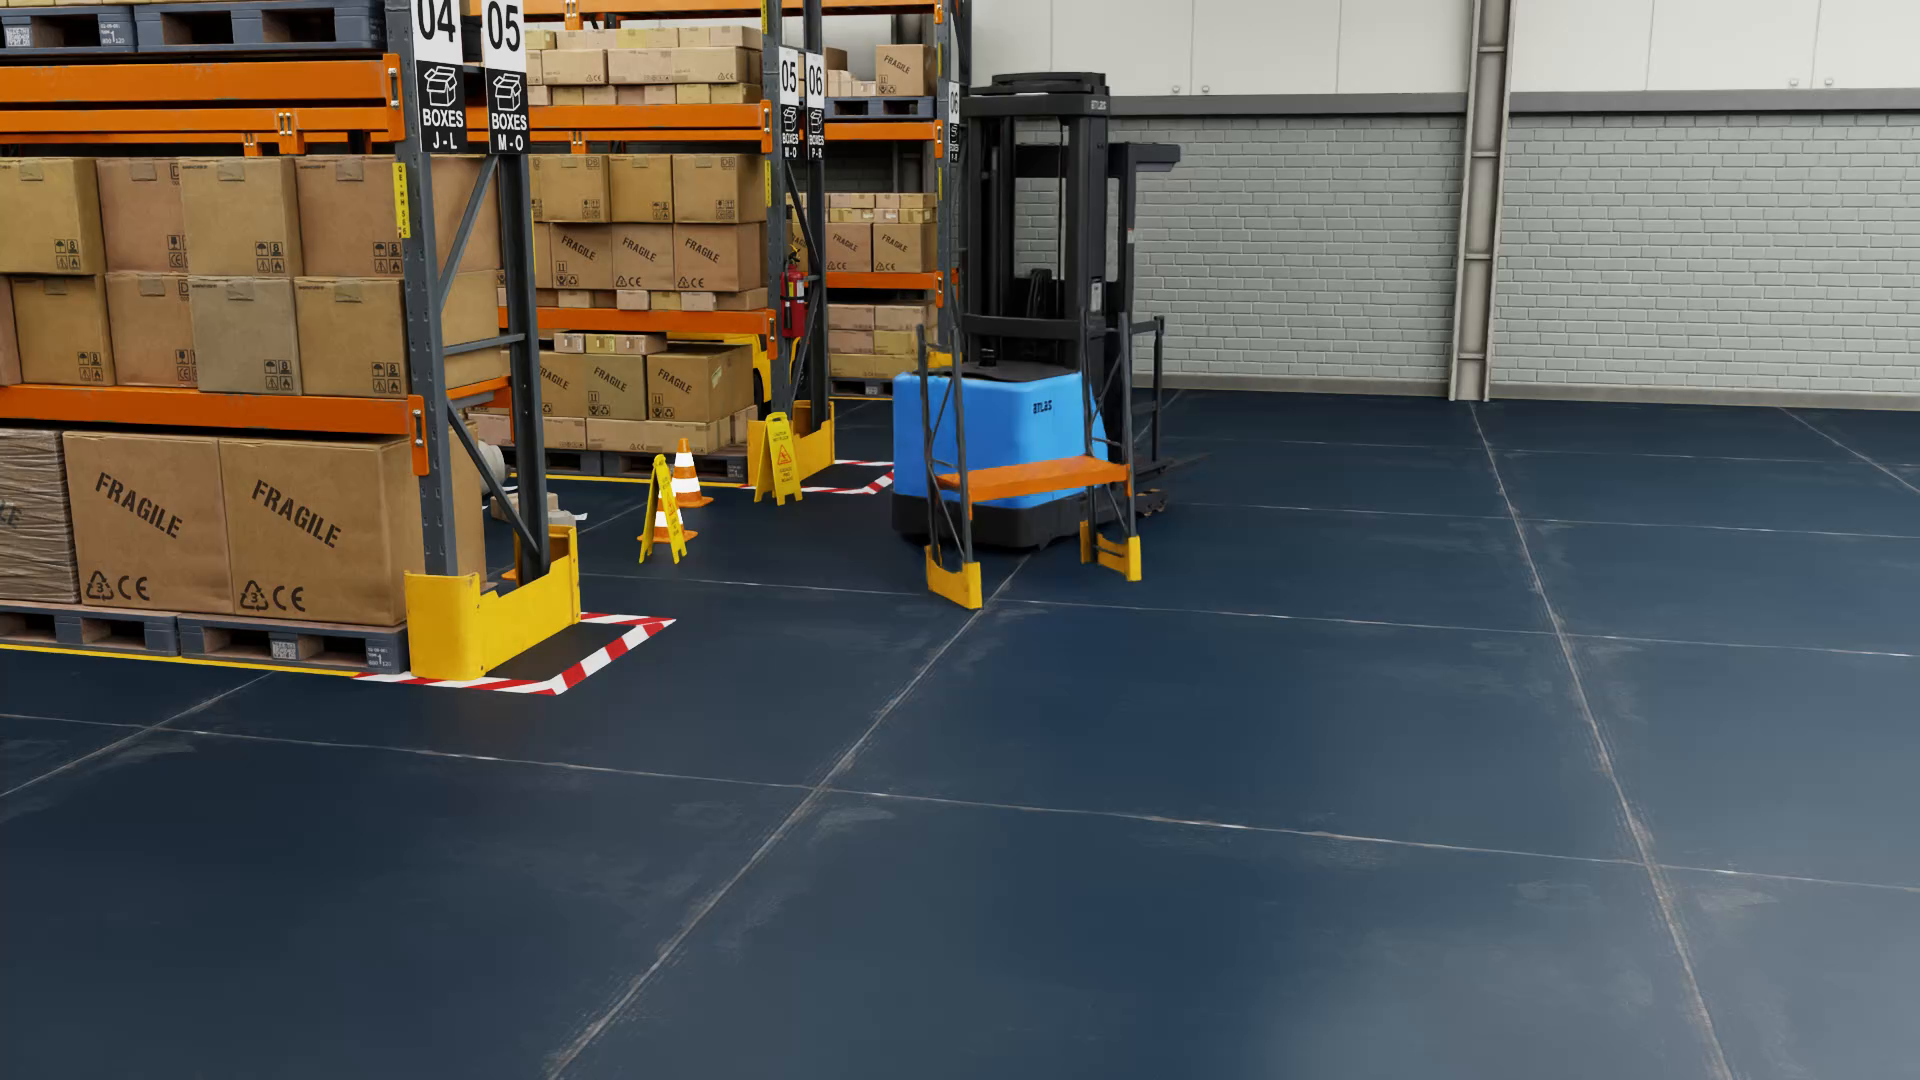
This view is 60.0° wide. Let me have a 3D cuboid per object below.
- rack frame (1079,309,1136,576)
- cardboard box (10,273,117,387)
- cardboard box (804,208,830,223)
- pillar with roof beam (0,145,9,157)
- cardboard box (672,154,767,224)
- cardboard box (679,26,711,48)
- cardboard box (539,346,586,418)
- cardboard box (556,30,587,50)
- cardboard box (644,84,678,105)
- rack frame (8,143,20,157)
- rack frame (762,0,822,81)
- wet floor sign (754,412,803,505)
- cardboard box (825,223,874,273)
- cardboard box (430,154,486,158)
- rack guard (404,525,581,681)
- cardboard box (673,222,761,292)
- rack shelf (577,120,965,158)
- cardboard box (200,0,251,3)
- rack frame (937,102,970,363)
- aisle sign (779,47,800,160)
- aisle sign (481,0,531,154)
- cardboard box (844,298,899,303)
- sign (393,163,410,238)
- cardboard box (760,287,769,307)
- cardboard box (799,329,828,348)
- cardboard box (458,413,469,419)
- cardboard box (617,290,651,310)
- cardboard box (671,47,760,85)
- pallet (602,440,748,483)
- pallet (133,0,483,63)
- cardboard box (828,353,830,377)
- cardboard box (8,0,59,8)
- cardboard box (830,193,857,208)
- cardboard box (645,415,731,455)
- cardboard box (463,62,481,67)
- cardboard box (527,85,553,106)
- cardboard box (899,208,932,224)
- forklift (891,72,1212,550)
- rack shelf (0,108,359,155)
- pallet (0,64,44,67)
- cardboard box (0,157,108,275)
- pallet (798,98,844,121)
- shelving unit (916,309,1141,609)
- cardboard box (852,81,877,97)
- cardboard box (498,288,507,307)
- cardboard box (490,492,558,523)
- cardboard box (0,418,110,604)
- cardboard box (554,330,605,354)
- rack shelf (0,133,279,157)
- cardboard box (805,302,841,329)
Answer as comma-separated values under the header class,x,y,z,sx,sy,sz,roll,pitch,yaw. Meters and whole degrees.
class,x,y,z,sx,sy,sz,roll,pitch,yaw
rack frame,0.843,-0.555,9.480,0.032,1.500,0.500,-9,13,-23
cardboard box,-4.275,-1.116,8.493,0.500,0.550,0.875,3,13,14
cardboard box,-1.458,-3.402,17.415,0.250,0.149,0.380,3,13,12
pillar with roof beam,-13.195,-5.897,16.538,0.400,9.000,9.100,3,13,14
cardboard box,-1.787,-2.644,12.500,0.500,0.500,0.700,3,13,12
cardboard box,-1.879,-3.689,12.250,0.250,0.149,0.380,3,13,15
cardboard box,-3.075,-1.251,13.093,0.500,0.500,0.500,3,13,12
cardboard box,-2.849,-3.756,12.551,0.250,0.149,0.380,3,13,12
cardboard box,-2.151,-3.310,12.381,0.250,0.149,0.380,3,13,15
rack frame,-11.704,-3.648,20.251,0.127,3.000,1.000,3,13,14
rack frame,-1.239,-4.910,12.089,0.127,3.000,1.000,3,13,14
wet floor sign,-1.311,-0.597,11.935,0.232,0.644,0.267,8,15,33
cardboard box,-1.095,-3.073,17.429,0.500,0.500,0.500,3,13,15
cardboard box,-3.775,-2.740,12.931,0.500,0.500,0.700,3,13,12
rack guard,-2.303,0.287,8.288,0.348,0.500,1.175,3,13,14
cardboard box,-1.832,-2.145,12.561,0.500,0.500,0.500,3,13,13
rack shelf,-1.995,-4.242,17.665,4.000,0.370,1.077,3,13,14
cardboard box,-3.224,-2.503,7.545,0.250,0.149,0.380,3,13,14
rack frame,-0.053,-3.025,17.444,0.127,3.000,1.000,3,13,14
aisle sign,-1.248,-3.186,12.167,0.004,0.787,0.394,3,13,14
aisle sign,-2.186,-2.264,8.009,0.004,0.787,0.394,3,13,14
cardboard box,-0.960,-2.466,17.993,0.500,0.250,0.500,3,13,14
sign,-2.470,-1.503,7.361,0.005,0.325,0.100,3,13,14
cardboard box,-1.519,-1.920,13.041,0.250,0.149,0.380,3,13,14
cardboard box,-1.591,-2.142,17.688,0.500,0.250,0.500,3,13,12
cardboard box,-4.093,-0.939,13.418,0.500,0.250,0.500,4,13,17
cardboard box,-2.427,-1.848,12.716,0.250,0.149,0.380,3,13,15
cardboard box,-1.800,-3.488,12.262,0.500,0.250,0.500,3,13,13
pallet,-2.093,-0.673,13.282,1.213,0.211,1.003,3,13,14
pallet,-3.049,-2.392,7.871,1.213,0.211,1.003,3,13,14
cardboard box,-1.549,-1.901,17.758,0.500,0.250,0.500,3,13,14
cardboard box,-4.211,-2.556,7.783,0.250,0.149,0.380,3,13,14
cardboard box,-1.183,-3.553,17.407,0.250,0.149,0.380,3,13,14
cardboard box,-2.111,-0.830,12.930,0.500,0.250,0.500,3,13,13
cardboard box,-3.774,-3.591,12.729,0.500,0.250,0.500,3,13,14
cardboard box,-3.154,-3.353,12.576,0.250,0.149,0.380,3,13,13
cardboard box,-0.457,-3.350,17.178,0.250,0.149,0.380,3,13,14
forklift,0.800,-1.640,11.359,1.130,2.935,3.031,8,15,33
rack shelf,-7.064,-3.406,13.895,4.000,0.370,1.077,3,13,14
pallet,-5.418,-2.519,8.442,1.213,0.211,1.003,3,13,14
cardboard box,-4.290,-1.630,8.315,0.500,0.550,0.875,3,13,14
pallet,-1.921,-4.551,17.602,1.213,0.211,1.003,3,13,14
shelving unit,0.374,-0.482,9.275,1.083,1.500,0.587,-9,13,-23
cardboard box,-0.930,-4.600,16.996,0.250,0.149,0.380,3,13,12
cardboard box,-3.402,-1.907,12.983,0.250,0.149,0.380,3,13,13
cardboard box,-2.995,-0.233,11.439,0.250,0.149,0.380,12,17,43
cardboard box,-4.740,-0.217,8.723,0.875,0.875,0.875,3,13,14
cardboard box,-2.950,-1.546,12.927,0.250,0.149,0.380,4,13,16
rack shelf,-9.762,-4.657,19.536,4.000,0.370,1.077,3,13,14
cardboard box,-1.564,-2.384,17.623,0.500,0.250,0.500,3,13,14
